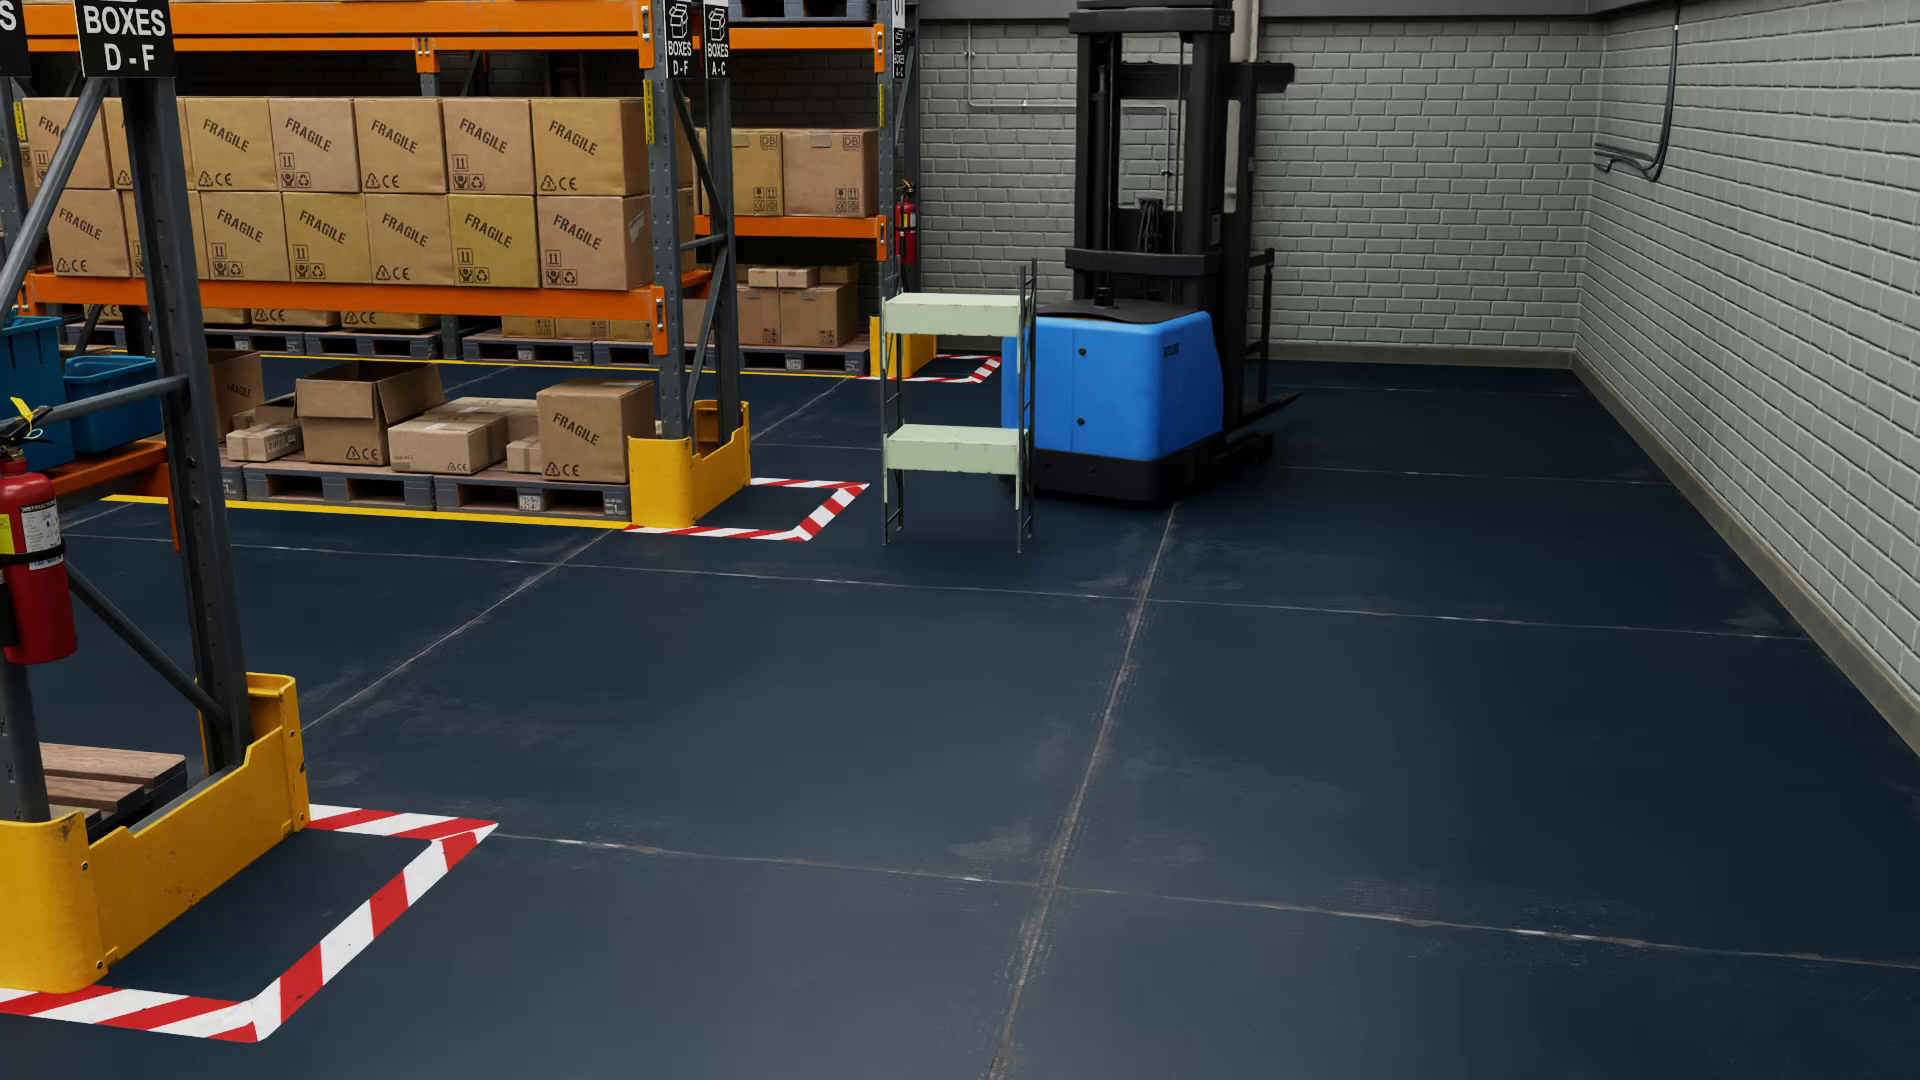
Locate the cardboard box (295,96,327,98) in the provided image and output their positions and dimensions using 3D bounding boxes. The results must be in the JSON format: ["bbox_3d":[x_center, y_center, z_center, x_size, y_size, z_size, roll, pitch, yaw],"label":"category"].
[{"bbox_3d":[-3.864,-2.392,9.947,0.500,0.500,0.500,3,16,12],"label":"cardboard box"}]

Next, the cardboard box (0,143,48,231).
[{"bbox_3d":[-5.827,-2.209,10.372,0.500,0.500,0.700,-2,16,-8],"label":"cardboard box"}]

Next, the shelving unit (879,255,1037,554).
[{"bbox_3d":[-0.007,-0.723,8.793,0.755,1.500,0.431,3,16,11],"label":"shelving unit"}]

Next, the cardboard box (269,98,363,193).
[{"bbox_3d":[-3.486,-2.224,9.340,0.500,0.500,0.500,4,16,13],"label":"cardboard box"}]

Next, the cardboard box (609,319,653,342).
[{"bbox_3d":[-2.717,-2.046,14.655,0.500,0.500,0.700,3,16,12],"label":"cardboard box"}]

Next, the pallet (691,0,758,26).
[{"bbox_3d":[-2.432,-4.461,14.026,1.213,0.211,1.003,3,16,11],"label":"pallet"}]

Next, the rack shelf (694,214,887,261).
[{"bbox_3d":[-2.464,-2.717,14.530,4.000,0.370,1.077,3,16,11],"label":"rack shelf"}]

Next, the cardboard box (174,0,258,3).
[{"bbox_3d":[-4.001,-3.102,9.235,0.500,0.250,0.500,3,16,11],"label":"cardboard box"}]

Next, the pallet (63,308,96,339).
[{"bbox_3d":[-9.109,-2.081,16.110,1.213,0.211,1.003,3,16,11],"label":"pallet"}]

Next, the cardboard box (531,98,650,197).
[{"bbox_3d":[-1.978,-2.143,9.050,0.500,0.500,0.500,3,16,11],"label":"cardboard box"}]

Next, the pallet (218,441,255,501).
[{"bbox_3d":[-4.734,-0.494,10.379,1.213,0.211,1.003,3,16,11],"label":"pallet"}]

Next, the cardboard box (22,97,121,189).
[{"bbox_3d":[-5.002,-2.306,9.636,0.500,0.500,0.500,4,16,13],"label":"cardboard box"}]

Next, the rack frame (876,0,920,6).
[{"bbox_3d":[-0.504,-5.849,13.249,0.127,3.000,1.000,3,16,11],"label":"rack frame"}]

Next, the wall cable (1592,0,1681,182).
[{"bbox_3d":[4.967,-3.958,12.240,0.112,2.526,3.097,3,16,11],"label":"wall cable"}]

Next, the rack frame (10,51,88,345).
[{"bbox_3d":[-8.344,-3.383,15.586,0.127,3.000,1.000,3,16,11],"label":"rack frame"}]

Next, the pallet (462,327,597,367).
[{"bbox_3d":[-3.694,-1.766,14.971,1.213,0.211,1.003,3,16,11],"label":"pallet"}]

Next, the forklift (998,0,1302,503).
[{"bbox_3d":[1.416,-1.969,10.609,1.130,2.935,3.031,9,18,29],"label":"forklift"}]

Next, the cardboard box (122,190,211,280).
[{"bbox_3d":[-4.460,-1.798,9.675,0.500,0.500,0.500,3,16,12],"label":"cardboard box"}]

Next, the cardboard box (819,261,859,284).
[{"bbox_3d":[-1.048,-2.325,14.446,0.250,0.149,0.380,3,16,11],"label":"cardboard box"}]

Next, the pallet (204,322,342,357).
[{"bbox_3d":[-6.394,-1.912,15.500,1.213,0.211,1.003,3,16,11],"label":"pallet"}]

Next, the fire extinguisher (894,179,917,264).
[{"bbox_3d":[-0.448,-2.612,13.645,0.183,0.674,0.296,3,16,11],"label":"fire extinguisher"}]

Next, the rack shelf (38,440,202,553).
[{"bbox_3d":[-4.438,-0.126,5.174,4.000,0.370,1.077,3,16,11],"label":"rack shelf"}]

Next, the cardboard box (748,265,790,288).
[{"bbox_3d":[-1.623,-2.252,14.182,0.250,0.149,0.380,4,16,13],"label":"cardboard box"}]

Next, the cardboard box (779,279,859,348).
[{"bbox_3d":[-1.210,-1.966,14.368,0.500,0.500,0.700,3,16,11],"label":"cardboard box"}]

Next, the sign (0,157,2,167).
[{"bbox_3d":[-5.514,-2.287,9.460,0.005,0.325,0.100,3,16,11],"label":"sign"}]

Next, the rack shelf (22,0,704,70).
[{"bbox_3d":[-3.447,-2.867,9.451,4.000,0.370,1.077,3,16,11],"label":"rack shelf"}]

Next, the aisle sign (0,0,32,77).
[{"bbox_3d":[-2.466,-1.538,4.057,0.004,0.787,0.394,3,16,11],"label":"aisle sign"}]

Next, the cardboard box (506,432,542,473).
[{"bbox_3d":[-2.448,-0.518,9.725,0.250,0.166,0.380,3,16,11],"label":"cardboard box"}]

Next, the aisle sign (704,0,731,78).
[{"bbox_3d":[-1.362,-2.988,9.288,0.004,0.787,0.394,3,16,11],"label":"aisle sign"}]

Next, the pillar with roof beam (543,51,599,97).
[{"bbox_3d":[-4.423,-5.124,10.634,0.400,9.000,9.100,3,16,11],"label":"pillar with roof beam"}]

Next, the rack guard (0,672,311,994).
[{"bbox_3d":[-2.452,0.837,5.035,0.348,0.500,1.175,3,16,11],"label":"rack guard"}]

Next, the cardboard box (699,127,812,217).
[{"bbox_3d":[-1.721,-3.162,14.228,0.700,0.700,0.980,3,16,11],"label":"cardboard box"}]

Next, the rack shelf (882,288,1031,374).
[{"bbox_3d":[-0.007,-1.099,8.689,0.720,0.370,0.431,3,16,11],"label":"rack shelf"}]

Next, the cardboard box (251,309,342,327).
[{"bbox_3d":[-5.958,-2.384,15.219,0.750,0.750,0.750,4,16,13],"label":"cardboard box"}]

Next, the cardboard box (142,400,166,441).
[{"bbox_3d":[-5.039,-0.712,10.155,0.500,0.311,0.500,3,16,11],"label":"cardboard box"}]

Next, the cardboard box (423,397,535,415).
[{"bbox_3d":[-2.944,-0.705,10.244,0.500,0.250,0.500,3,16,11],"label":"cardboard box"}]

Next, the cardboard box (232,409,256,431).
[{"bbox_3d":[-4.413,-0.752,10.604,0.250,0.149,0.380,3,16,11],"label":"cardboard box"}]

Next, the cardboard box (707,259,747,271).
[{"bbox_3d":[-2.039,-2.378,14.639,0.250,0.149,0.380,3,16,12],"label":"cardboard box"}]

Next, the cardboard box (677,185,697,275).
[{"bbox_3d":[-1.870,-1.802,9.692,0.500,0.500,0.500,3,16,12],"label":"cardboard box"}]

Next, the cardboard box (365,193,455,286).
[{"bbox_3d":[-2.978,-1.717,9.384,0.500,0.500,0.500,3,16,12],"label":"cardboard box"}]
